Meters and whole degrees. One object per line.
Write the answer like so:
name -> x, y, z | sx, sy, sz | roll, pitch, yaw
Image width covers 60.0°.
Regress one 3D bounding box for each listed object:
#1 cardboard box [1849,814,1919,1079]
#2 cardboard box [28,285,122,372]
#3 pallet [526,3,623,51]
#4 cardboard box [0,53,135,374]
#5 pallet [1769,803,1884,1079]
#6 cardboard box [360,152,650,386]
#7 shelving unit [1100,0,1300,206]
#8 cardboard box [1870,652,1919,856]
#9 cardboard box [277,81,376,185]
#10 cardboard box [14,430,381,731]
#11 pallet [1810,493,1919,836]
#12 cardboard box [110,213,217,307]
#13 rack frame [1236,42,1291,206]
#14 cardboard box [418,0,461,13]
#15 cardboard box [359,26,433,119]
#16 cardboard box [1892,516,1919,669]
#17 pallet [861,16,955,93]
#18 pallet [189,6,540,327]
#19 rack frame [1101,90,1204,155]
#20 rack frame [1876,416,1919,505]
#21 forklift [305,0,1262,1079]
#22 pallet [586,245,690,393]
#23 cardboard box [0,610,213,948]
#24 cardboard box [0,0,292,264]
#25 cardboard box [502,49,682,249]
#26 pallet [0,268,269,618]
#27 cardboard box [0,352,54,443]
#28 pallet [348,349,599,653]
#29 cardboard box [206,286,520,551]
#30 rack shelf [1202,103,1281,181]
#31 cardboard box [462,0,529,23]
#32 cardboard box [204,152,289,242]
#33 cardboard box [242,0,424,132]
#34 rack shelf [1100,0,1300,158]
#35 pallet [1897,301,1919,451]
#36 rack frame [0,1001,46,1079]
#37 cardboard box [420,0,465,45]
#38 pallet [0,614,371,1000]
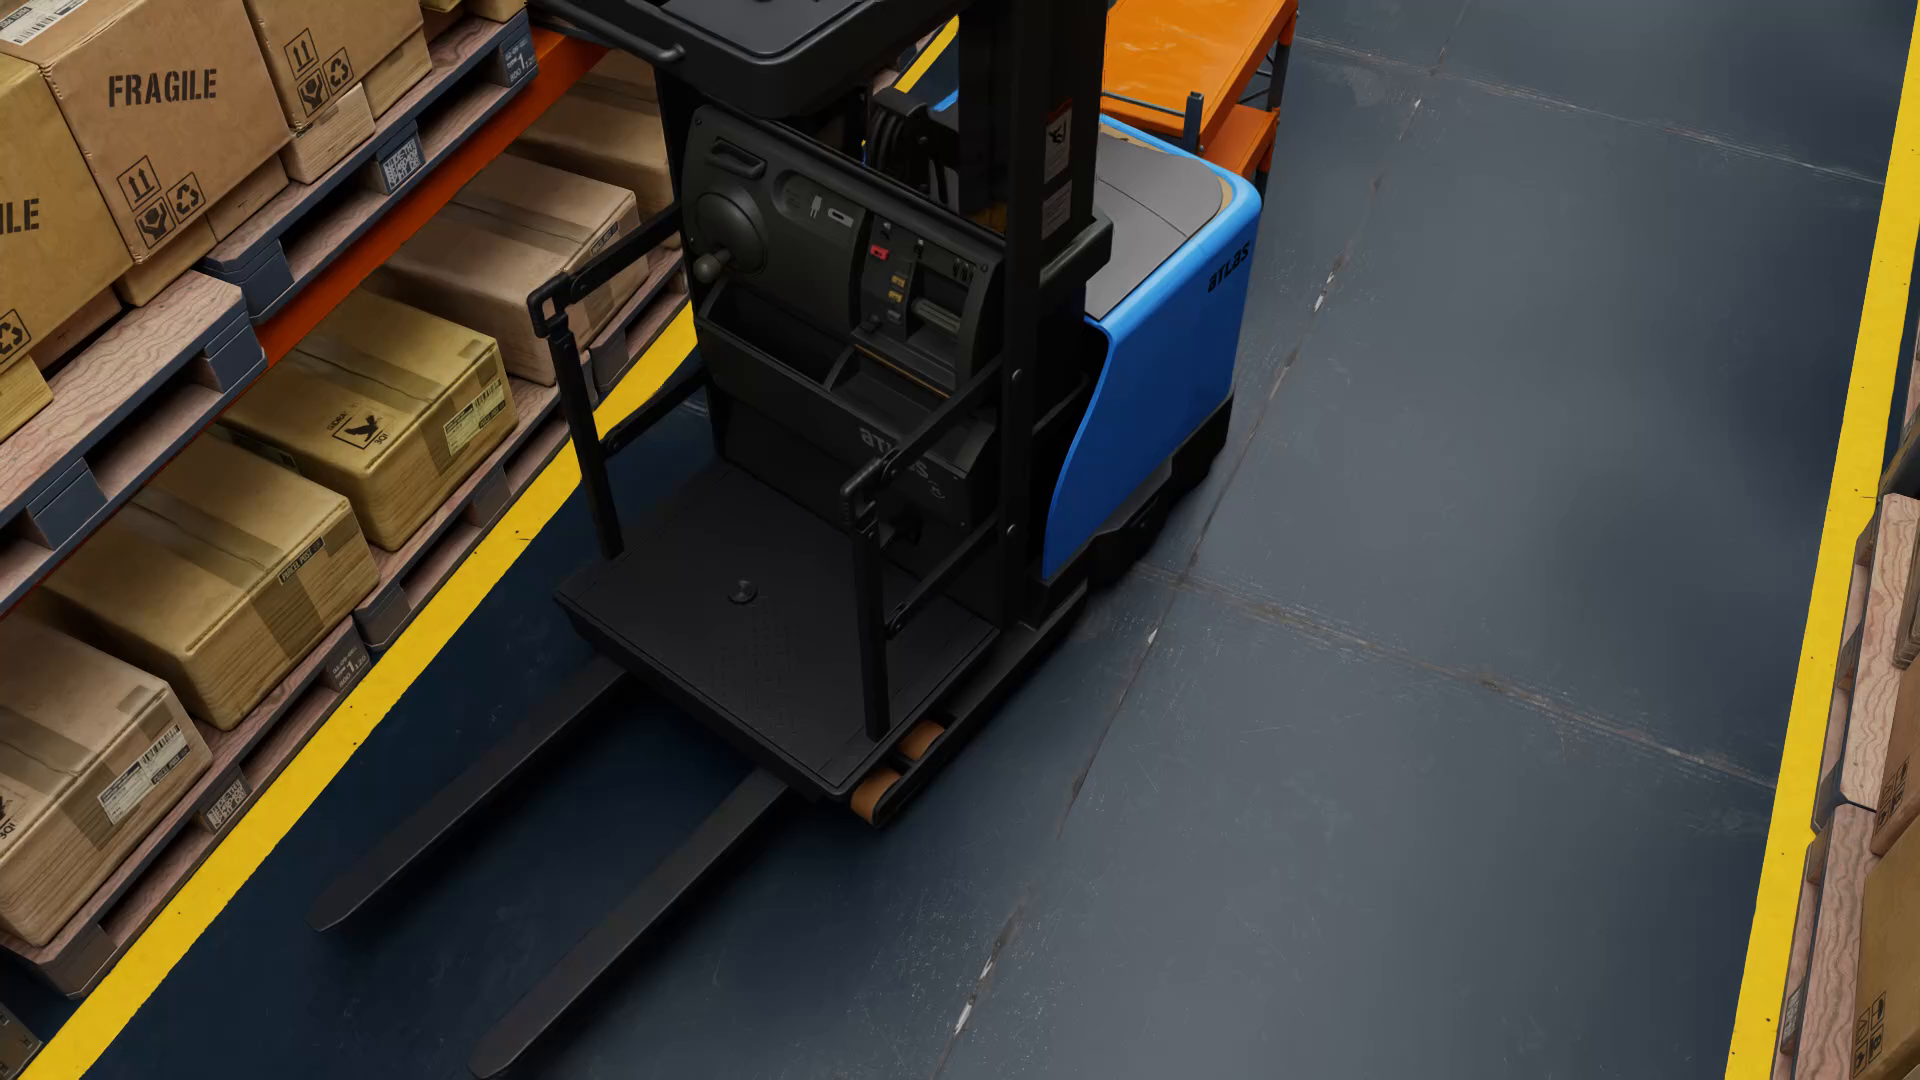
cardboard box -> 2.586, 1.008, 3.706 | 0.875, 0.625, 0.625 | 18, 52, 15
cardboard box -> -2.086, -0.547, 3.635 | 0.380, 0.149, 0.250 | 23, 53, 18
pallet -> -1.273, -1.992, 5.101 | 1.213, 0.211, 1.003 | 20, 52, 16
cardboard box -> -2.101, -0.665, 3.309 | 0.500, 0.500, 0.500 | 20, 52, 16
pallet -> 2.515, 1.328, 3.981 | 1.003, 0.211, 1.213 | 20, 52, 16
cardboard box -> -1.623, -0.967, 5.553 | 0.950, 0.372, 0.625 | 19, 52, 15
shelving unit -> 0.706, -1.367, 5.675 | 0.538, 1.125, 1.048 | 20, 52, 16
cardboard box -> 2.874, 0.544, 4.101 | 0.875, 0.625, 0.625 | 21, 53, 17
cardboard box -> -1.670, -1.046, 4.060 | 0.380, 0.149, 0.250 | 22, 53, 17
cardboard box -> -2.248, 0.032, 4.703 | 0.950, 0.372, 0.625 | 23, 53, 18
pallet -> 3.037, 0.491, 4.694 | 1.003, 0.211, 1.213 | 20, 52, 16
cardboard box -> -1.938, -0.710, 3.774 | 0.380, 0.149, 0.250 | 21, 53, 17
rack frame -> 0.925, -1.717, 5.972 | 0.500, 1.125, 0.032 | 20, 52, 16
cardboard box -> -1.433, -1.733, 4.219 | 0.500, 0.500, 0.500 | 17, 52, 14
cardboard box -> -1.583, -1.239, 4.224 | 0.380, 0.149, 0.250 | 18, 52, 15
cardboard box -> 3.146, 0.092, 4.486 | 0.875, 0.625, 0.625 | 21, 53, 17
pallet -> -0.660, -2.194, 6.978 | 1.003, 0.211, 1.213 | 20, 52, 16
pallet -> -1.874, -1.141, 4.377 | 1.003, 0.211, 1.213 | 20, 52, 16
rack frame -> 0.487, -1.018, 5.377 | 0.500, 1.125, 0.032 | 20, 52, 16
rack frame -> 3.424, -0.967, 4.103 | 1.000, 3.000, 0.127 | 20, 52, 16
forklift -> -0.437, -0.603, 3.839 | 1.130, 2.935, 3.031 | 31, 56, 24
pallet -> -1.400, -1.138, 6.080 | 1.003, 0.211, 1.213 | 20, 52, 16
cardboard box -> -2.552, 0.529, 4.280 | 0.950, 0.372, 0.625 | 20, 53, 17
cardboard box -> -1.877, -1.000, 3.595 | 0.500, 0.500, 0.500 | 20, 52, 16
cardboard box -> -1.315, -1.478, 5.988 | 0.950, 0.372, 0.625 | 17, 52, 14
pallet -> -2.316, -0.242, 3.612 | 1.003, 0.211, 1.213 | 20, 52, 16
cardboard box -> -2.137, -0.327, 3.448 | 0.380, 0.149, 0.250 | 21, 53, 17
pallet -> -1.923, -0.301, 5.368 | 1.003, 0.211, 1.213 | 20, 52, 16
cardboard box -> -1.953, -0.447, 5.110 | 0.950, 0.372, 0.625 | 21, 53, 17
rack shelf -> 0.706, -1.209, 5.861 | 0.538, 0.278, 1.000 | 20, 52, 16
cardboard box -> -1.328, -1.571, 4.506 | 0.380, 0.149, 0.250 | 21, 53, 17
cardboard box -> -1.831, -0.880, 3.918 | 0.380, 0.149, 0.250 | 20, 53, 16
cardboard box -> -1.668, -1.358, 3.899 | 0.500, 0.500, 0.500 | 18, 52, 15
rack shelf -> 0.706, -1.557, 5.452 | 0.538, 0.278, 1.000 | 20, 52, 16
pallet -> 3.778, -0.565, 5.592 | 1.003, 0.211, 1.213 | 20, 52, 16
rack frame -> -2.774, 0.175, 3.132 | 1.000, 3.000, 0.127 | 20, 52, 16
cardboard box -> -1.550, -1.439, 4.394 | 0.380, 0.149, 0.250 | 20, 53, 16
pallet -> -2.443, 0.542, 4.650 | 1.003, 0.211, 1.213 | 20, 52, 16
